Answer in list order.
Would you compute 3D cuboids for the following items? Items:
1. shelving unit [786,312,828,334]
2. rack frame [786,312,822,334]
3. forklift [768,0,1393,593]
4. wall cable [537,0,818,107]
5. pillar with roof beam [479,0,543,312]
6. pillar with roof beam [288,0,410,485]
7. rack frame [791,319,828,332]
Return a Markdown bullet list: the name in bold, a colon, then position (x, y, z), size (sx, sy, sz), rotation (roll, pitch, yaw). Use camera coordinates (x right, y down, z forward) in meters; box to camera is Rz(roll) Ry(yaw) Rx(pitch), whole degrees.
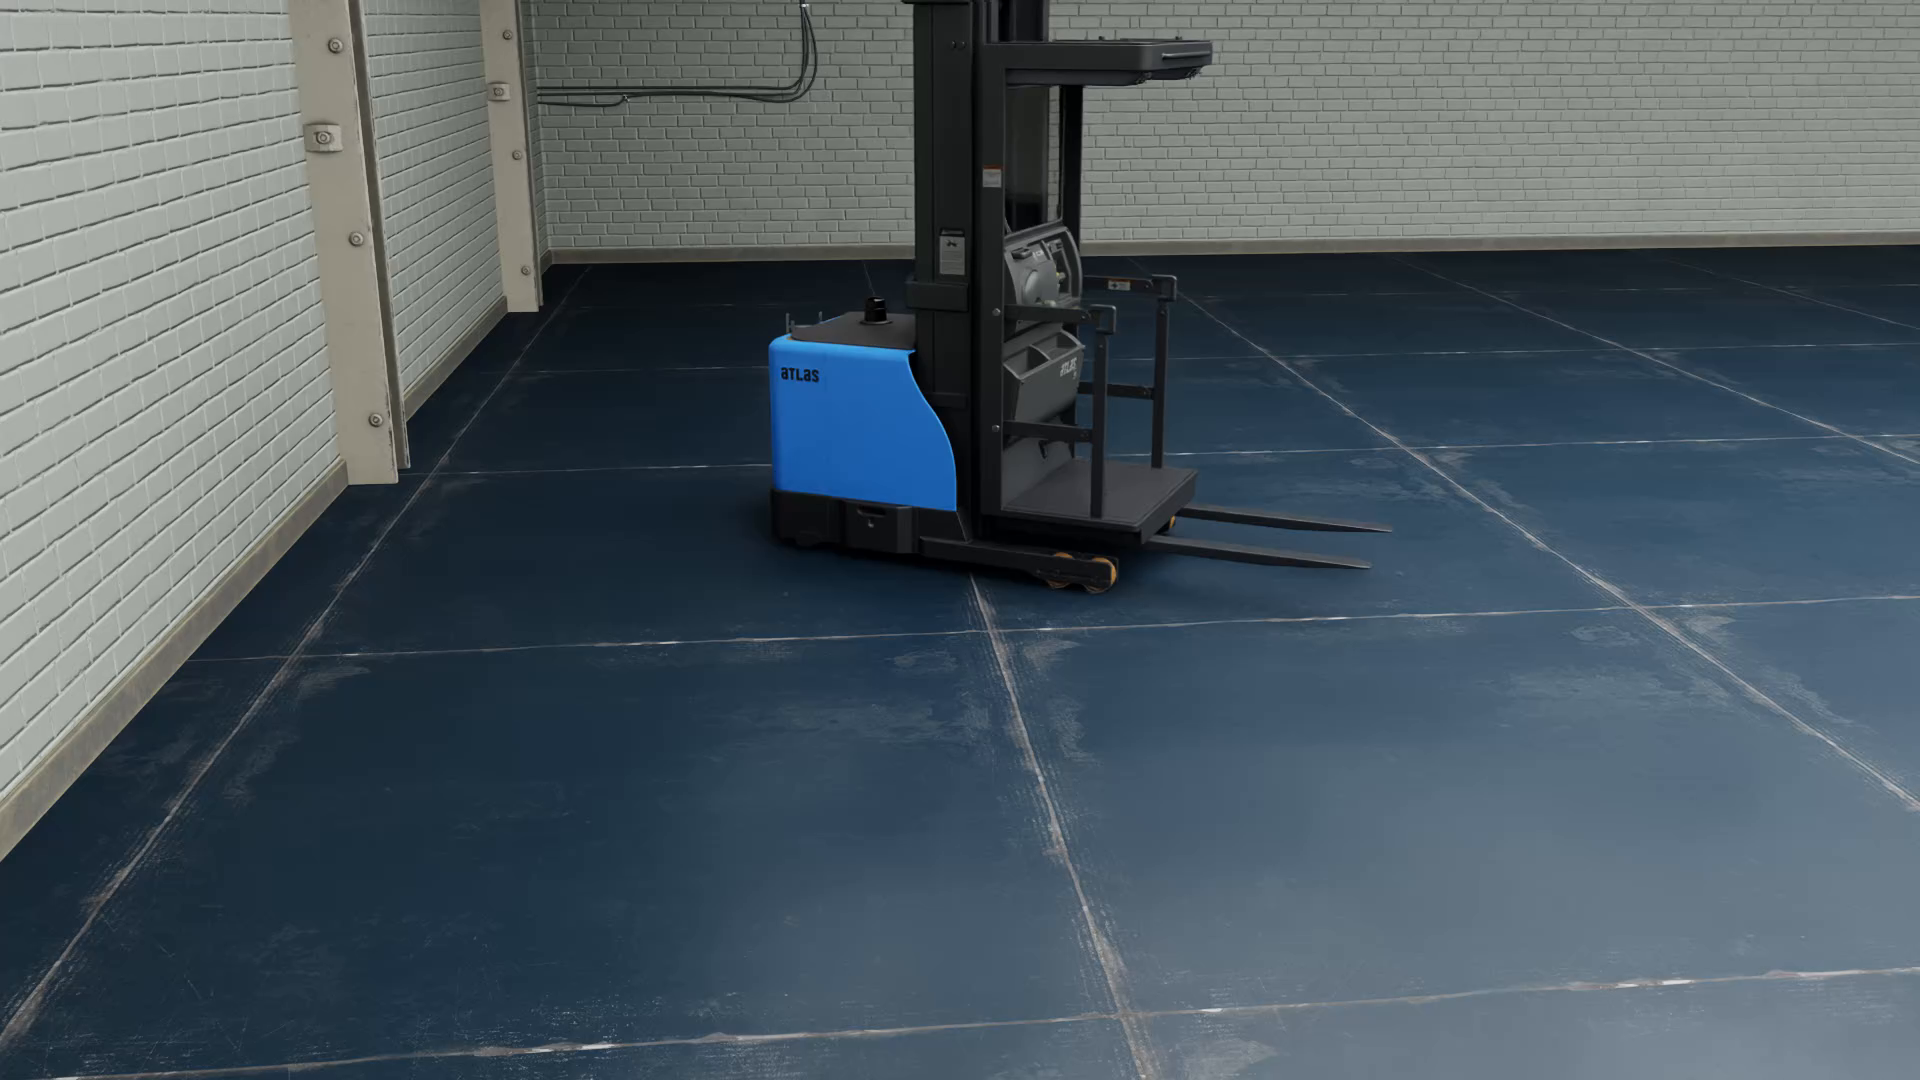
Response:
- **shelving unit**: position (-0.835, -0.716, 9.206), size (0.215, 1.050, 0.252), rotation (-4, 18, -12)
- **rack frame**: position (-0.861, -0.752, 9.320), size (0.200, 1.050, 0.008), rotation (-4, 18, -12)
- **forklift**: position (0.593, -1.328, 8.015), size (3.031, 2.935, 1.130), rotation (7, 19, 22)
- **wall cable**: position (-3.081, -5.904, 17.645), size (3.097, 2.526, 0.112), rotation (-2, 18, -6)
- **pillar with roof beam**: position (0.190, -6.600, 14.677), size (9.100, 9.000, 0.400), rotation (-2, 18, -6)
- **pillar with roof beam**: position (0.809, -4.813, 8.983), size (9.100, 9.000, 0.400), rotation (-2, 18, -6)
- **rack frame**: position (-0.809, -0.681, 9.092), size (0.200, 1.050, 0.008), rotation (-4, 18, -12)
